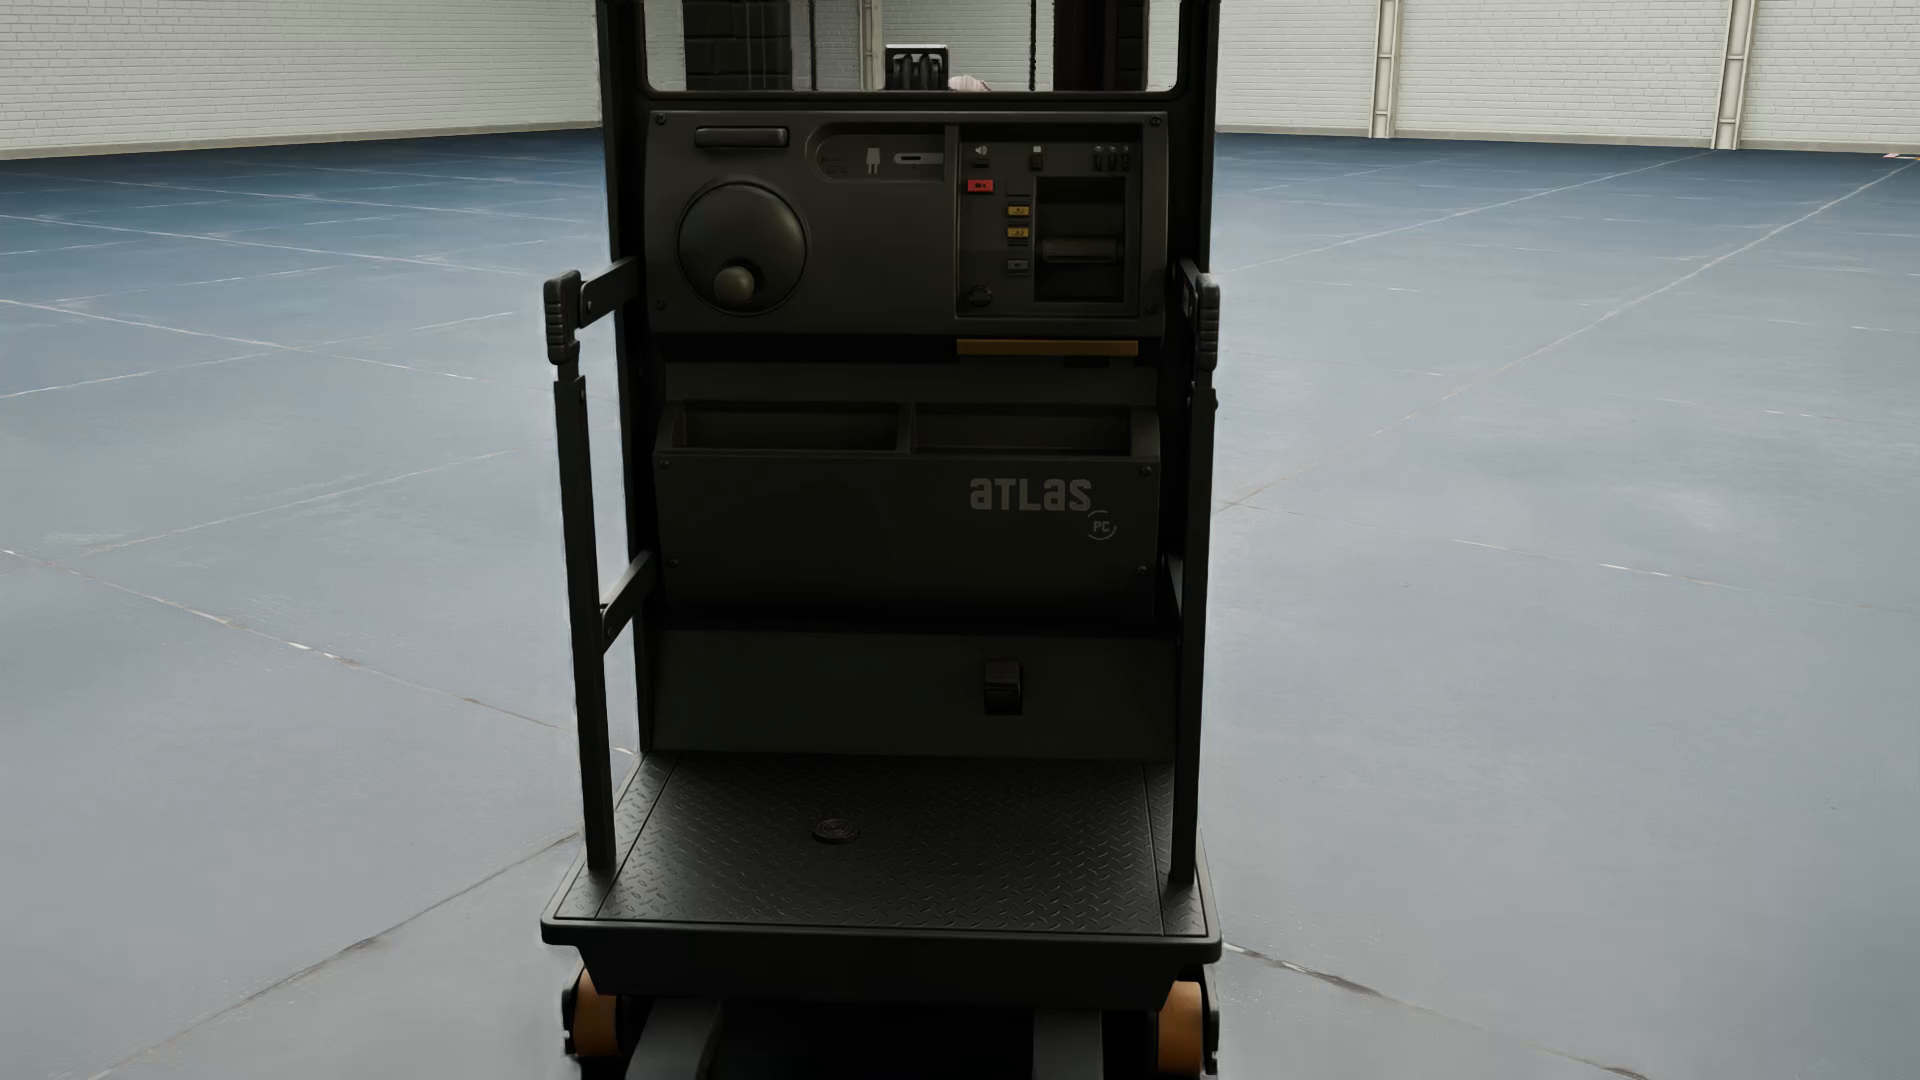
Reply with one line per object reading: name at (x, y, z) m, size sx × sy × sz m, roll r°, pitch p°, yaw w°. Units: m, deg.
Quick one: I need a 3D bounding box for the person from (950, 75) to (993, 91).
person at (-0.053, -0.788, 5.769) m, size 0.474 × 1.598 × 0.519 m, roll 11°, pitch 20°, yaw 33°

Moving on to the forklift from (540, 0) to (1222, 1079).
forklift at (-0.106, -0.576, 2.760) m, size 1.130 × 2.935 × 3.031 m, roll 1°, pitch 17°, yaw 3°
